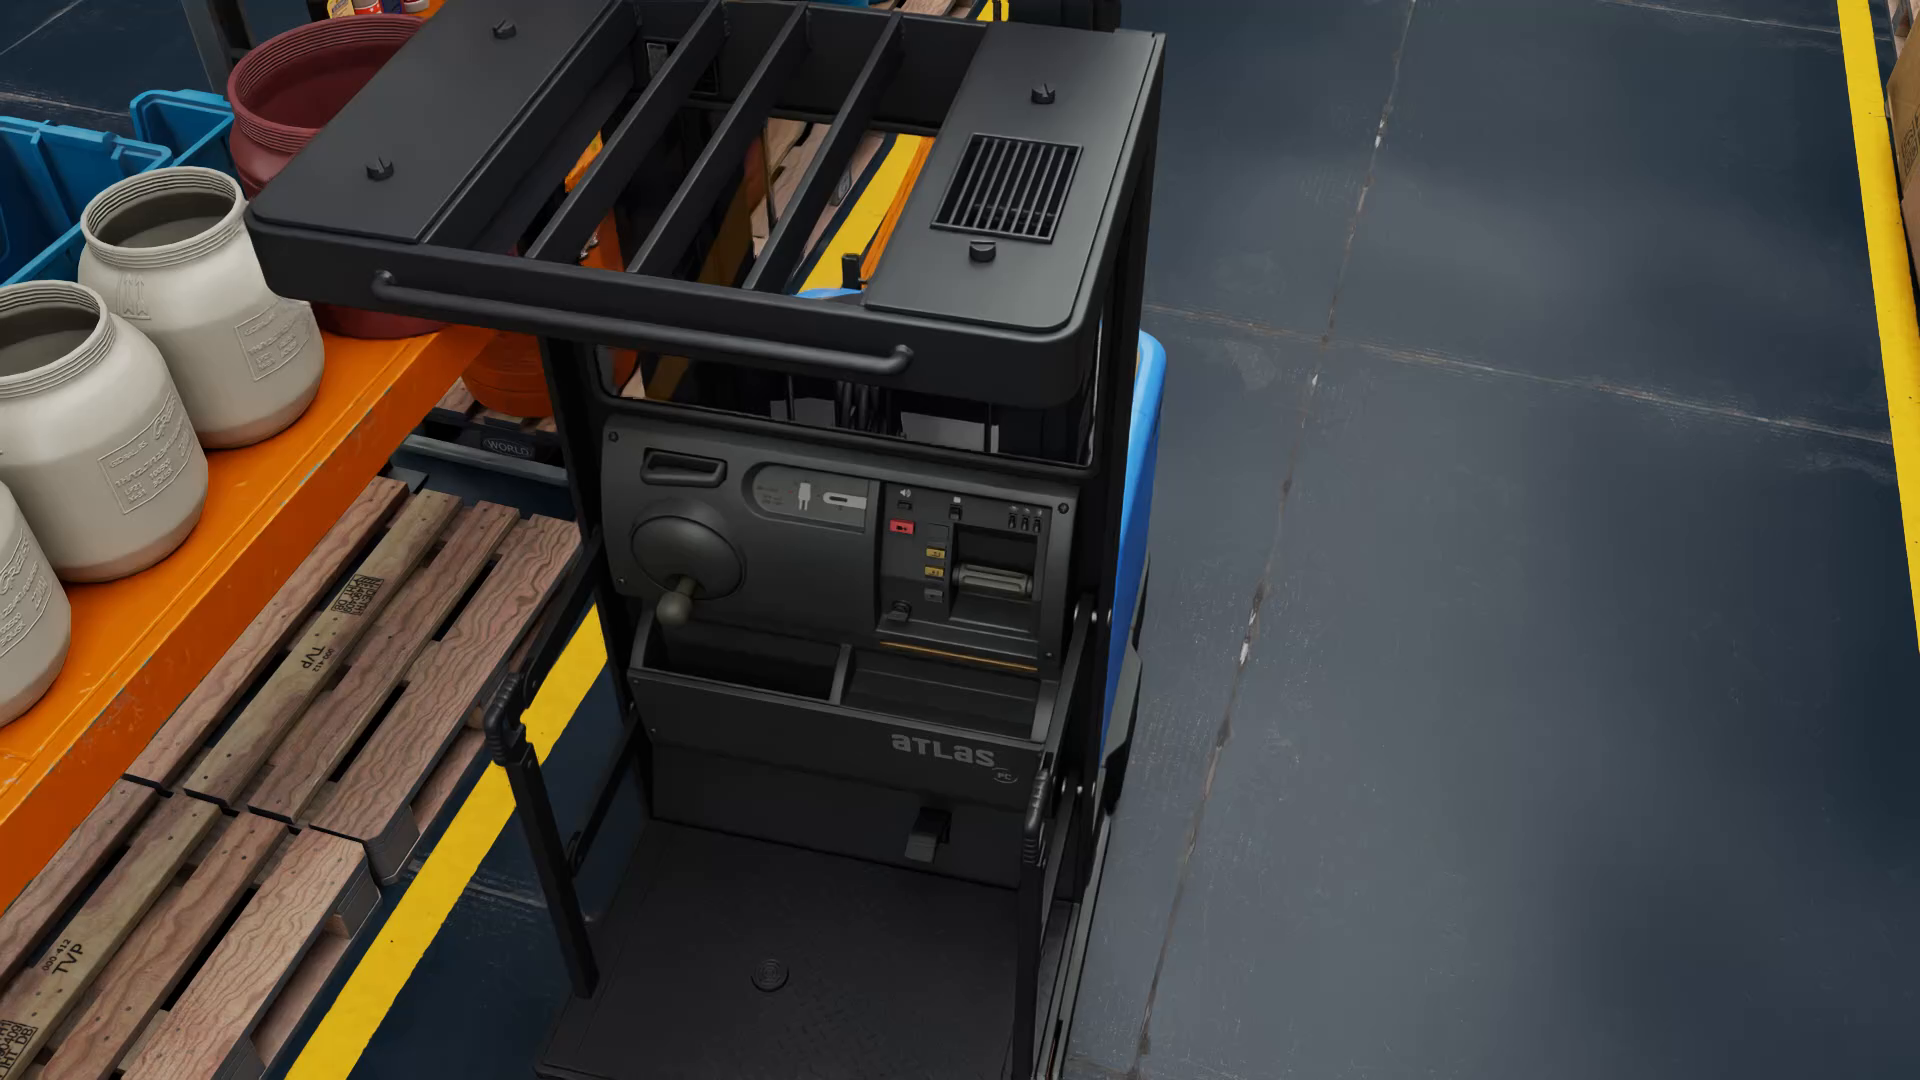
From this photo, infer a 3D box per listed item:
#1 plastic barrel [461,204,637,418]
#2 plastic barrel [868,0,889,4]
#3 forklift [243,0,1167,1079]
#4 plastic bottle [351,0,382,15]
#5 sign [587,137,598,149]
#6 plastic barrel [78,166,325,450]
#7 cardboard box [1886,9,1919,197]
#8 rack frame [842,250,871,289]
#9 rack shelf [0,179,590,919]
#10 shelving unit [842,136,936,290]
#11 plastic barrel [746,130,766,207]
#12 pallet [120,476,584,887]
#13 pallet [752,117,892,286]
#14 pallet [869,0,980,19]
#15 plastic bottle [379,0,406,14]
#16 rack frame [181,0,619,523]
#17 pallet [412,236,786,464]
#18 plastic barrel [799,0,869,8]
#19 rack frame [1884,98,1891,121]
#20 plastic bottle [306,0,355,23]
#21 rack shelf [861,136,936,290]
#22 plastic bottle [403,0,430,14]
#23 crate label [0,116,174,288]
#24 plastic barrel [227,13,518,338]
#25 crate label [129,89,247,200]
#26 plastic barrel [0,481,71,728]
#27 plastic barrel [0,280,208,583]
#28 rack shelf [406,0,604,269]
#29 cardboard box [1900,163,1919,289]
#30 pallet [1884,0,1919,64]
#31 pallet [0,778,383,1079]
[{"bbox_3d":[-1.365,-0.881,5.257,0.600,0.830,0.708,13,46,13],"label":"plastic barrel"},{"bbox_3d":[-0.466,-2.884,7.253,0.600,0.901,0.708,13,46,13],"label":"plastic barrel"},{"bbox_3d":[-0.291,0.108,3.044,1.130,2.935,3.031,9,45,9],"label":"forklift"},{"bbox_3d":[-1.728,-1.539,4.820,0.097,0.201,0.097,0,44,0],"label":"plastic bottle"},{"bbox_3d":[-0.970,-1.123,4.137,0.100,0.325,0.005,13,46,13],"label":"sign"},{"bbox_3d":[-1.605,-0.486,3.522,0.421,0.512,0.421,0,44,0],"label":"plastic barrel"},{"bbox_3d":[4.260,-1.754,6.117,1.225,0.875,0.875,13,46,13],"label":"cardboard box"},{"bbox_3d":[-0.067,-0.320,4.773,0.500,1.125,0.032,9,45,9],"label":"rack frame"},{"bbox_3d":[-2.102,0.413,3.197,1.077,0.370,4.000,13,46,13],"label":"rack shelf"},{"bbox_3d":[0.049,-0.666,5.126,0.538,1.125,1.048,9,45,9],"label":"shelving unit"},{"bbox_3d":[-1.023,-1.548,6.111,0.600,0.588,0.708,13,46,13],"label":"plastic barrel"},{"bbox_3d":[-1.768,0.328,4.764,1.003,0.211,1.213,13,46,13],"label":"pallet"},{"bbox_3d":[-0.926,-1.525,6.658,1.003,0.211,1.213,13,46,13],"label":"pallet"},{"bbox_3d":[-0.559,-2.341,7.491,1.003,0.211,1.213,13,46,13],"label":"pallet"},{"bbox_3d":[-1.711,-1.649,4.874,0.061,0.283,0.133,13,46,13],"label":"plastic bottle"},{"bbox_3d":[-1.497,-1.177,4.308,1.000,3.000,0.127,13,46,13],"label":"rack frame"},{"bbox_3d":[-1.298,-0.715,5.829,1.003,0.211,1.213,13,46,13],"label":"pallet"},{"bbox_3d":[-0.681,-2.412,6.770,0.600,0.901,0.708,13,46,13],"label":"plastic barrel"},{"bbox_3d":[4.435,-2.794,5.961,1.000,3.000,0.127,13,46,13],"label":"rack frame"},{"bbox_3d":[-1.781,-1.495,4.717,0.061,0.283,0.133,13,46,13],"label":"plastic bottle"},{"bbox_3d":[0.049,-0.875,4.922,0.538,0.278,1.000,9,45,9],"label":"rack shelf"},{"bbox_3d":[-1.659,-1.693,4.977,0.097,0.201,0.097,0,44,0],"label":"plastic bottle"},{"bbox_3d":[-2.055,-0.585,3.677,0.502,0.435,0.616,13,46,13],"label":"crate label"},{"bbox_3d":[-1.348,-0.852,3.879,0.600,0.536,0.708,13,46,13],"label":"plastic barrel"},{"bbox_3d":[-1.981,-0.916,4.161,0.303,0.233,0.416,13,46,13],"label":"crate label"},{"bbox_3d":[-1.856,0.072,2.934,0.433,0.535,0.433,0,44,0],"label":"plastic barrel"},{"bbox_3d":[-1.732,-0.205,3.235,0.421,0.512,0.421,0,44,0],"label":"plastic barrel"},{"bbox_3d":[-0.891,-2.253,5.922,1.077,0.370,4.000,13,46,13],"label":"rack shelf"},{"bbox_3d":[3.991,-1.158,5.508,1.225,0.875,0.875,11,45,11],"label":"cardboard box"},{"bbox_3d":[4.740,-2.288,7.437,1.003,0.211,1.213,13,46,13],"label":"pallet"},{"bbox_3d":[-2.140,1.138,3.936,1.003,0.211,1.213,13,46,13],"label":"pallet"}]
